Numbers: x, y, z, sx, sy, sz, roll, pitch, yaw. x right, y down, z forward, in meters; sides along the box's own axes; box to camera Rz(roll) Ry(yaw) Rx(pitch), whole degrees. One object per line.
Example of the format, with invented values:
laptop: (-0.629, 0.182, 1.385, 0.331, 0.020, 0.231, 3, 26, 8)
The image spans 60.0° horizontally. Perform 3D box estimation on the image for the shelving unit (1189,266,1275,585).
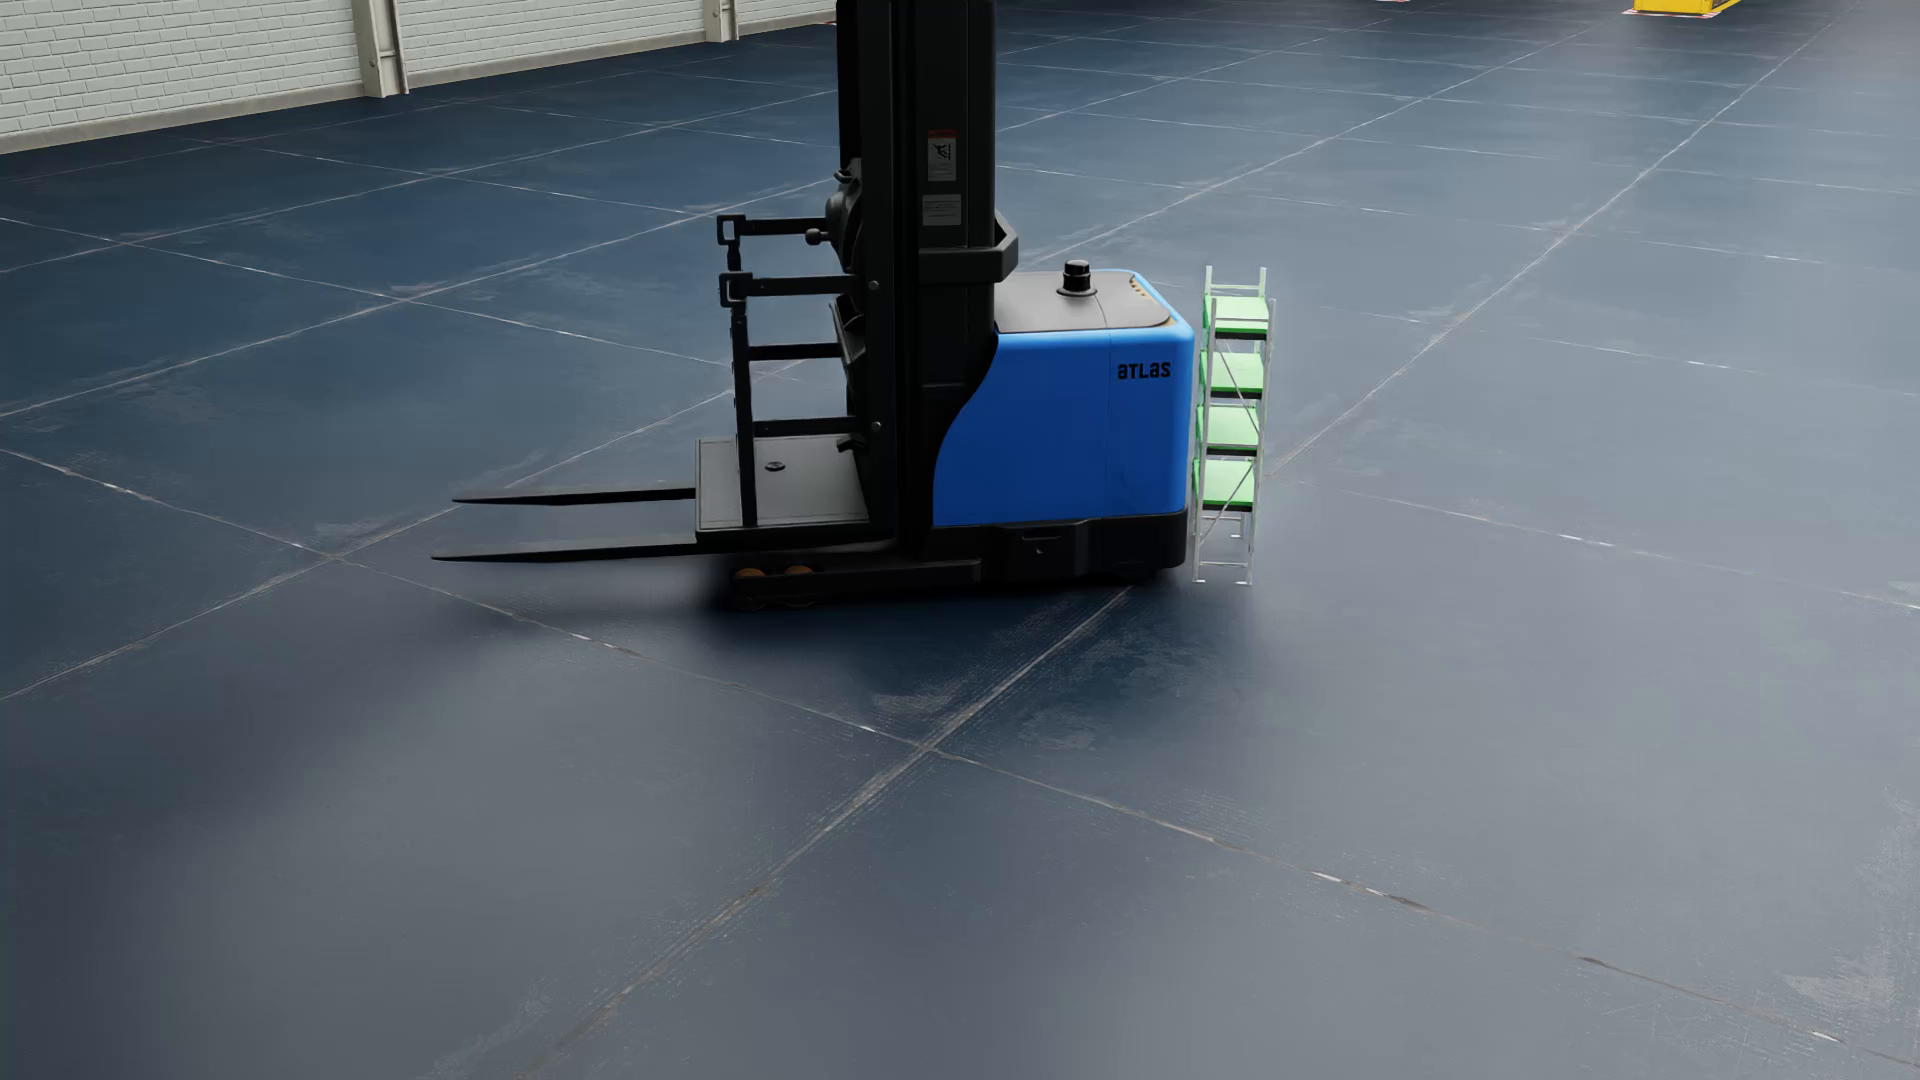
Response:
shelving unit: (1.104, -0.470, 6.822, 0.258, 1.200, 0.503, 3, 24, 5)

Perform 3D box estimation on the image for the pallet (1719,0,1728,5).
pallet: (12.796, -9.493, 28.914, 1.003, 0.211, 1.213, 14, 27, 29)

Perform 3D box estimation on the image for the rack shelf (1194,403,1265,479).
rack shelf: (1.103, -0.411, 6.847, 0.258, 0.148, 0.480, 3, 24, 5)

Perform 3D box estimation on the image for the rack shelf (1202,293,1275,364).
rack shelf: (1.107, -0.851, 6.656, 0.258, 0.148, 0.480, 3, 24, 5)

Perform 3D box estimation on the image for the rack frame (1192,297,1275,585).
rack frame: (1.080, -0.373, 6.599, 0.240, 1.200, 0.015, 3, 24, 5)

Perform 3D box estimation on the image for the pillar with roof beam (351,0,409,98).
pillar with roof beam: (-2.902, -8.324, 15.151, 9.100, 9.000, 0.400, 14, 27, 29)

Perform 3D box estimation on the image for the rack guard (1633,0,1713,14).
rack guard: (11.718, -8.943, 27.278, 1.175, 0.500, 0.348, 14, 27, 29)

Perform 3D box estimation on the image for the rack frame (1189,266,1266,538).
rack frame: (1.127, -0.566, 7.045, 0.240, 1.200, 0.015, 3, 24, 5)

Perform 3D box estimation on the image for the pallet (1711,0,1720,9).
pallet: (12.151, -9.083, 27.966, 1.003, 0.211, 1.213, 14, 27, 29)

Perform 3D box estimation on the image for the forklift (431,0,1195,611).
forklift: (-0.628, -1.287, 6.534, 3.031, 2.935, 1.130, -3, 24, -8)

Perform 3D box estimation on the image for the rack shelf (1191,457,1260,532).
rack shelf: (1.101, -0.191, 6.943, 0.258, 0.148, 0.480, 3, 24, 5)

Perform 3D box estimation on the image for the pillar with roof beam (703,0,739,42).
pillar with roof beam: (0.263, -10.349, 19.828, 9.100, 9.000, 0.400, 14, 27, 29)

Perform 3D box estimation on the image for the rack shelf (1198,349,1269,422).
rack shelf: (1.105, -0.631, 6.752, 0.258, 0.148, 0.480, 3, 24, 5)
